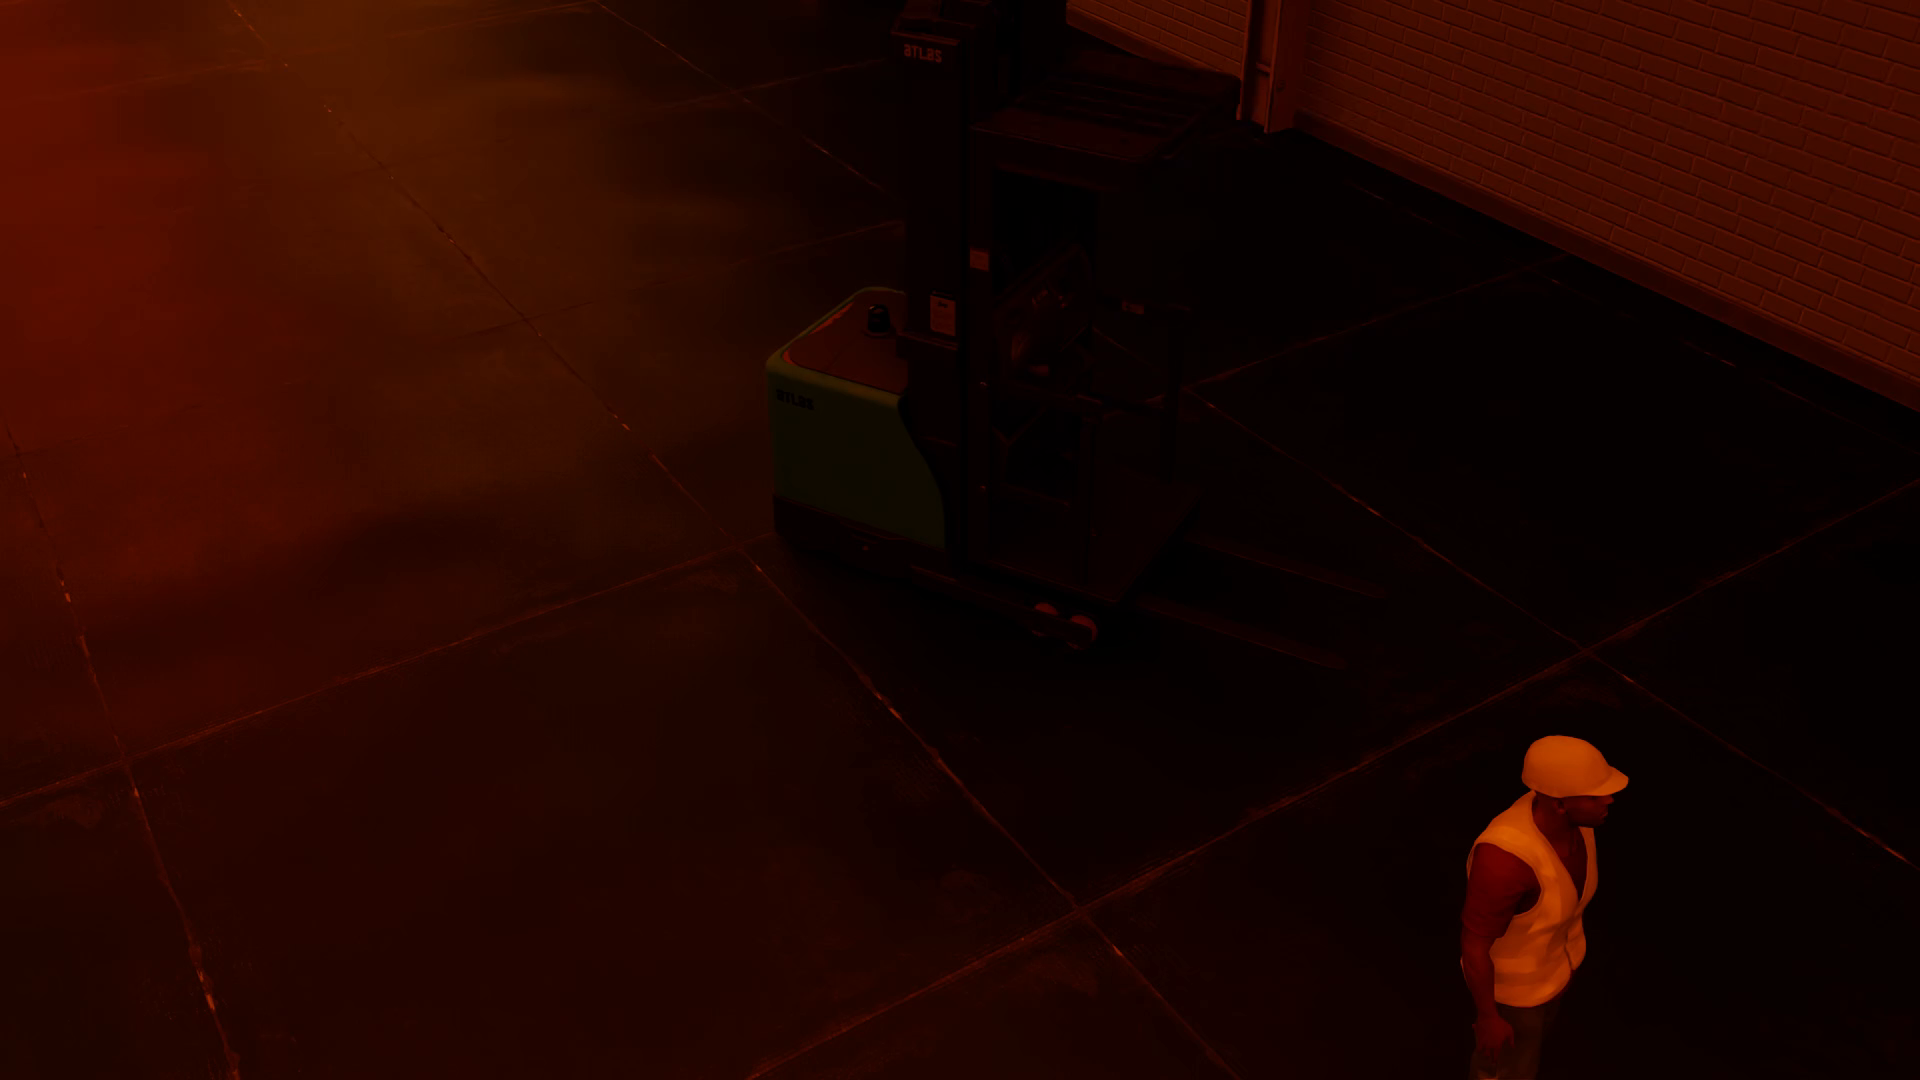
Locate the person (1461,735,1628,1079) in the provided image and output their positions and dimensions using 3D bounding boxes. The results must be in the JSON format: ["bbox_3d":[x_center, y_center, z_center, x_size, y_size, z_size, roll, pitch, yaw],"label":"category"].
[{"bbox_3d":[1.832,1.374,5.198,0.577,1.760,0.665,27,43,33],"label":"person"}]

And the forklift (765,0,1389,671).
[{"bbox_3d":[0.570,-1.025,7.606,3.031,2.935,1.130,18,39,24],"label":"forklift"}]
